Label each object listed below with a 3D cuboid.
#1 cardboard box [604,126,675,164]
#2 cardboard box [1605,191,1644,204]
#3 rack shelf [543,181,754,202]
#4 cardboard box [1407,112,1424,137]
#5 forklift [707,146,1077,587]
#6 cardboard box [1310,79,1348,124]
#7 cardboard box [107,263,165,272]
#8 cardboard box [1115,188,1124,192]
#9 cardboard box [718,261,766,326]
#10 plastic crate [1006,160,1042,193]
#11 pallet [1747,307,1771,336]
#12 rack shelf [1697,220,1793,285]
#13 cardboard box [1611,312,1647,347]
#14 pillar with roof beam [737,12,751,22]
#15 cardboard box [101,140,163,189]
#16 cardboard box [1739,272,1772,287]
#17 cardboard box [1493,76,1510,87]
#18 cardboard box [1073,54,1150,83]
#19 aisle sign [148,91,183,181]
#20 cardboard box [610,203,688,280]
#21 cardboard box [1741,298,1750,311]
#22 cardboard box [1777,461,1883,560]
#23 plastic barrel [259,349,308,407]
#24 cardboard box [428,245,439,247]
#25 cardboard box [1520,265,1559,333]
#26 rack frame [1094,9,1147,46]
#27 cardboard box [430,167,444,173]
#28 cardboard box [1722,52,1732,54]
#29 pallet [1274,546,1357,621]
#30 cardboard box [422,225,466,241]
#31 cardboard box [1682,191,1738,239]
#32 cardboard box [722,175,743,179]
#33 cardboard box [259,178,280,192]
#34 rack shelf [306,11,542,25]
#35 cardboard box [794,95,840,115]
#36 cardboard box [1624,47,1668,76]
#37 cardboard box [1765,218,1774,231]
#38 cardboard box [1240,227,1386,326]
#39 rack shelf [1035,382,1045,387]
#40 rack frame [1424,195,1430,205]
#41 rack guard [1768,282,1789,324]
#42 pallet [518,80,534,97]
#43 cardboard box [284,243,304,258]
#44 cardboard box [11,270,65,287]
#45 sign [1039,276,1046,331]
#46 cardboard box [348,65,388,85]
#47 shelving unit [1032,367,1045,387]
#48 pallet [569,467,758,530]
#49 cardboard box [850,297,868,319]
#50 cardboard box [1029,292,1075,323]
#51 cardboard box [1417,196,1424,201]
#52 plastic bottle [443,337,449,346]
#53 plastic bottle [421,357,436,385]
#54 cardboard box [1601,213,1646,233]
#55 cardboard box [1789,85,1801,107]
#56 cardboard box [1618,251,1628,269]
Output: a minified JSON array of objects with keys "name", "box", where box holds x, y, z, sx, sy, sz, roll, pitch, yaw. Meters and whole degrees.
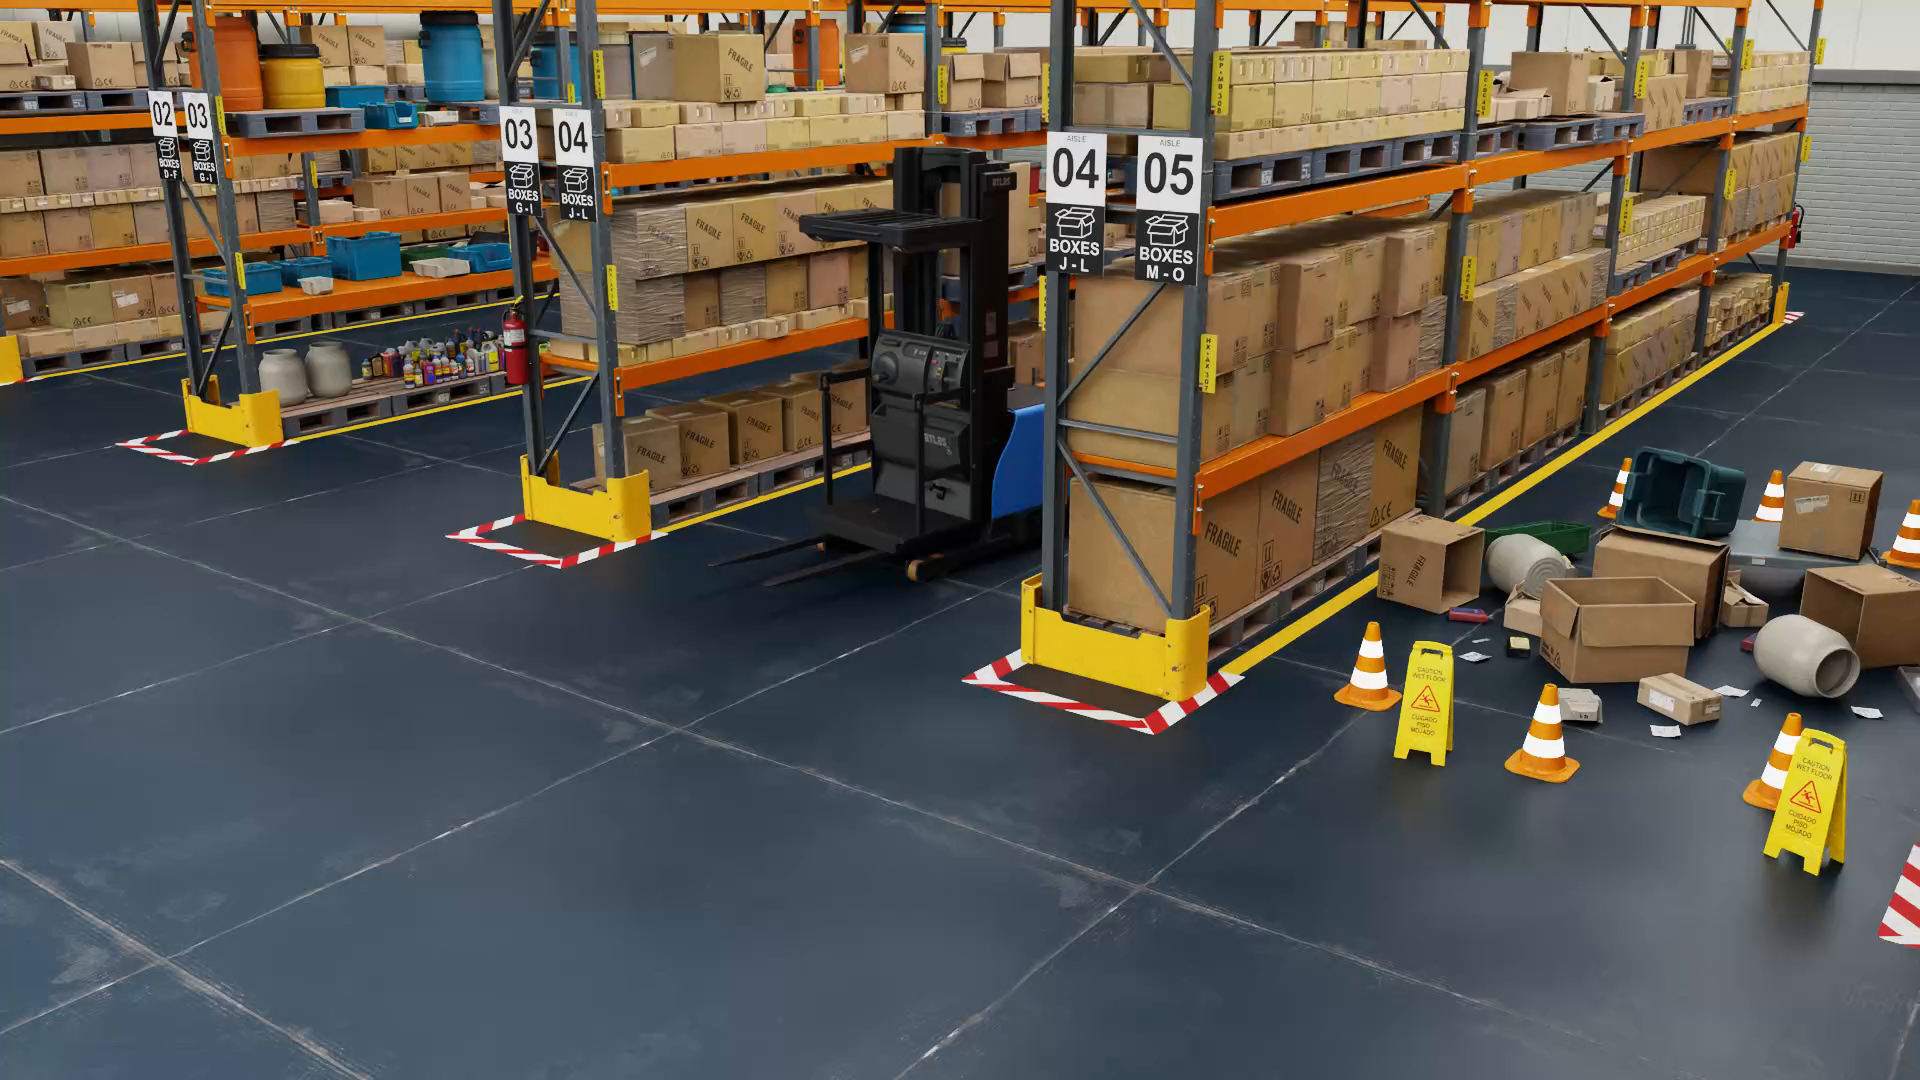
[{"name":"cardboard box","box":[-2.490,-2.961,12.417,0.500,0.250,0.500,13,22,36]},{"name":"cardboard box","box":[7.484,-3.841,18.767,0.380,0.149,0.250,14,22,37]},{"name":"rack shelf","box":[-4.980,-5.321,26.033,1.077,0.370,4.000,12,21,35]},{"name":"cardboard box","box":[2.906,-2.818,11.250,0.380,0.149,0.250,13,21,35]},{"name":"forklift","box":[-0.441,-1.269,11.889,3.031,2.935,1.130,-16,24,-42]},{"name":"cardboard box","box":[2.034,-2.693,10.175,0.500,0.250,0.500,12,21,34]},{"name":"cardboard box","box":[-9.975,-3.068,20.230,0.500,0.500,0.500,12,21,35]},{"name":"cardboard box","box":[2.231,-4.135,19.141,0.797,0.503,0.637,13,22,37]},{"name":"cardboard box","box":[-2.101,-2.099,13.775,0.875,0.500,0.500,12,21,35]},{"name":"plastic crate","box":[0.921,-5.492,25.163,0.402,0.464,0.583,12,21,35]},{"name":"pallet","box":[9.914,-2.905,21.741,1.003,0.211,1.213,12,21,35]},{"name":"rack shelf","box":[9.280,-3.622,20.561,1.077,0.370,4.000,12,21,35]},{"name":"cardboard box","box":[6.613,-2.143,16.830,0.500,0.250,0.500,12,21,34]},{"name":"pillar with roof beam","box":[-1.014,-10.868,32.568,9.100,9.000,0.400,12,21,35]},{"name":"cardboard box","box":[-9.711,-4.437,19.619,0.700,0.500,0.500,12,21,35]},{"name":"cardboard box","box":[10.360,-3.394,21.711,0.380,0.149,0.250,13,21,35]},{"name":"cardboard box","box":[4.493,-3.799,14.136,0.500,0.311,0.500,12,21,34]},{"name":"cardboard box","box":[0.867,-2.713,9.566,0.380,0.149,0.250,13,21,35]},{"name":"aisle sign","box":[-7.244,-3.683,15.164,0.394,0.787,0.004,12,21,35]},{"name":"cardboard box","box":[-2.438,-2.281,12.676,0.500,0.500,0.500,12,21,35]},{"name":"cardboard box","box":[9.613,-2.939,20.748,0.380,0.149,0.250,14,22,37]},{"name":"cardboard box","box":[5.910,-0.208,11.294,0.500,0.500,0.500,12,21,35]},{"name":"plastic barrel","box":[-6.632,-1.589,16.290,0.421,0.512,0.421,0,17,0]},{"name":"cardboard box","box":[-7.331,-4.023,23.623,0.500,0.311,0.500,12,21,33]},{"name":"cardboard box","box":[4.754,-2.069,14.179,0.500,0.500,0.500,13,21,36]},{"name":"rack frame","box":[2.571,-9.082,26.817,1.000,3.000,0.127,12,21,35]},{"name":"cardboard box","box":[-9.026,-6.301,28.366,0.380,0.149,0.250,13,21,36]},{"name":"cardboard box","box":[9.147,-5.830,20.139,0.380,0.149,0.250,13,22,37]},{"name":"pallet","box":[2.079,0.207,11.720,1.003,0.211,1.213,12,21,35]},{"name":"cardboard box","box":[-9.082,-5.596,28.623,0.750,0.750,0.750,12,21,34]},{"name":"cardboard box","box":[8.586,-3.752,19.098,0.500,0.500,0.500,12,21,34]},{"name":"cardboard box","box":[-3.696,-6.353,27.975,0.500,0.500,0.500,13,21,36]},{"name":"cardboard box","box":[-8.694,-4.432,20.695,0.380,0.149,0.250,12,21,34]},{"name":"rack shelf","box":[-8.960,-8.869,28.019,1.077,0.370,4.000,12,21,35]},{"name":"cardboard box","box":[-1.232,-3.666,14.012,0.380,0.149,0.250,13,22,37]},{"name":"cardboard box","box":[6.595,-4.620,16.047,0.396,0.266,0.258,12,21,35]},{"name":"cardboard box","box":[10.056,-4.014,21.036,0.380,0.149,0.250,13,22,36]},{"name":"cardboard box","box":[2.408,-1.833,11.515,0.875,0.550,0.550,12,21,35]},{"name":"rack shelf","box":[0.829,-1.188,13.221,0.480,0.148,0.258,-16,24,-42]},{"name":"rack frame","box":[6.549,-5.342,24.889,1.000,3.000,0.127,12,21,35]},{"name":"rack guard","box":[10.427,-3.230,22.301,1.175,0.500,0.348,12,21,35]},{"name":"pallet","box":[-6.504,-6.353,23.404,1.213,0.211,1.003,14,22,37]},{"name":"cardboard box","box":[-10.940,-4.796,26.603,0.700,0.500,0.500,12,21,35]},{"name":"cardboard box","box":[-13.122,-3.872,23.627,0.500,0.500,0.500,11,20,31]},{"name":"sign","box":[0.511,-1.396,9.830,0.100,0.325,0.005,12,21,35]},{"name":"cardboard box","box":[-7.855,-6.073,21.730,0.500,0.250,0.500,10,20,29]},{"name":"shelving unit","box":[0.829,-0.813,13.338,0.503,1.200,0.258,-16,24,-42]},{"name":"pallet","box":[-2.427,-0.405,13.692,1.003,0.211,1.213,12,21,35]},{"name":"cardboard box","box":[-0.907,-2.075,14.791,0.380,0.149,0.250,12,21,35]},{"name":"cardboard box","box":[1.099,-2.518,18.003,0.500,0.250,0.500,16,23,41]},{"name":"cardboard box","box":[6.601,-5.079,24.465,0.380,0.149,0.250,13,21,36]},{"name":"plastic bottle","box":[-5.638,-2.076,18.210,0.061,0.283,0.133,14,22,37]},{"name":"plastic bottle","box":[-5.482,-1.747,17.149,0.061,0.283,0.133,13,21,36]},{"name":"cardboard box","box":[6.602,-3.162,16.580,0.380,0.149,0.250,11,21,32]},{"name":"cardboard box","box":[10.115,-5.525,20.671,0.500,0.250,0.500,12,21,35]},{"name":"cardboard box","box":[6.294,-2.752,16.262,0.380,0.149,0.250,14,22,37]}]
